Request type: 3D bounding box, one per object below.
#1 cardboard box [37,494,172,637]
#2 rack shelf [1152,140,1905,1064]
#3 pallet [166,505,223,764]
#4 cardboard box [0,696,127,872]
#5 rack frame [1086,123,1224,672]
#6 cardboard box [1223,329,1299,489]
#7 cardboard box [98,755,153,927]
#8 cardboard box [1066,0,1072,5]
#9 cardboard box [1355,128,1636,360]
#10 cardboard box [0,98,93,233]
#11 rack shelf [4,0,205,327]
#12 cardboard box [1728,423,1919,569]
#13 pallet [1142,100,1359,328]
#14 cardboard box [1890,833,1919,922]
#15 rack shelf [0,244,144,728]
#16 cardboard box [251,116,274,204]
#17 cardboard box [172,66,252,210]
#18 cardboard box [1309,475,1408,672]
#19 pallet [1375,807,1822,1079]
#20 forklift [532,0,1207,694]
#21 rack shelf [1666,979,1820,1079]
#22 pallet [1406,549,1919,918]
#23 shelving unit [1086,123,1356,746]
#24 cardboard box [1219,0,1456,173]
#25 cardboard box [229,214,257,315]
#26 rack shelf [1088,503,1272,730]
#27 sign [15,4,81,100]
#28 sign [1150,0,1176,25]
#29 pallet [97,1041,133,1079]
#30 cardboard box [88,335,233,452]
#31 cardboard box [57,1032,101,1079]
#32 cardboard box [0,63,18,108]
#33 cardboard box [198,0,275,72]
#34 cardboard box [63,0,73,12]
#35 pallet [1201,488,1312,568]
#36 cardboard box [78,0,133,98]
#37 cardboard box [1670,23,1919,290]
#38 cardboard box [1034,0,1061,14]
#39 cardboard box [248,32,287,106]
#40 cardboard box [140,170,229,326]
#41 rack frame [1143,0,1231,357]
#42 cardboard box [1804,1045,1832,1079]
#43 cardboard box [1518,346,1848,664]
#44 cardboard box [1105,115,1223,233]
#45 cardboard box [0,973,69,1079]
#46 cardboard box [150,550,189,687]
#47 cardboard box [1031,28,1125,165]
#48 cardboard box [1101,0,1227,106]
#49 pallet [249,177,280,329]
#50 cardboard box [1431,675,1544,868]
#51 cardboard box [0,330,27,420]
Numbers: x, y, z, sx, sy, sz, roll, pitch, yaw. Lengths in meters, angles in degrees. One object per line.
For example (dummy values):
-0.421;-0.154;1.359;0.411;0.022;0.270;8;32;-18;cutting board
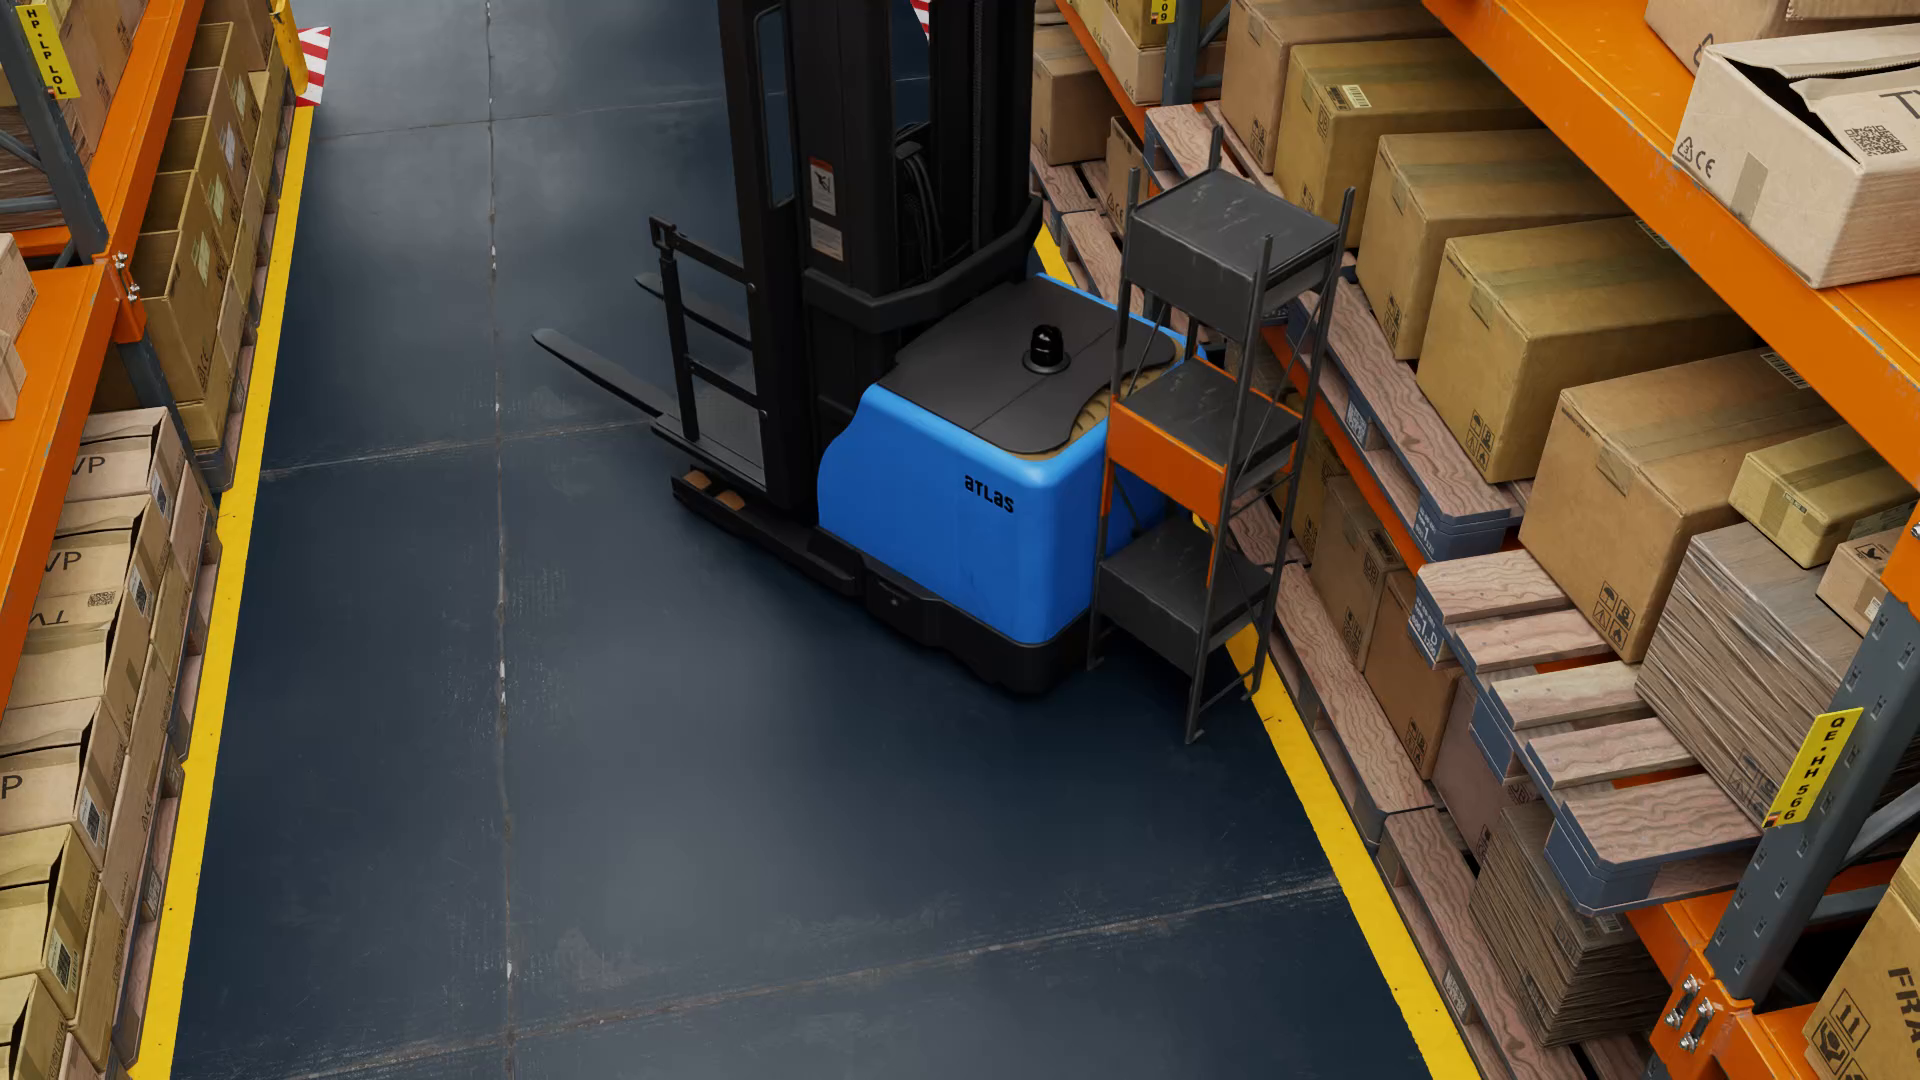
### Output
-3.054;0.098;5.713;0.500;0.311;0.500;-7;42;-8;cardboard box
1.728;-0.268;5.335;1.077;0.370;4.000;-8;42;-9;rack shelf
-3.343;0.393;6.148;1.003;0.211;1.213;-8;42;-9;pallet
-2.844;0.748;4.981;0.500;0.311;0.500;-9;42;-10;cardboard box
0.628;-0.378;5.579;0.400;2.100;0.015;-32;52;-30;rack frame
1.471;-0.589;6.705;0.700;0.500;0.500;-7;42;-8;cardboard box
-2.841;0.967;5.156;0.500;0.250;0.500;-8;42;-8;cardboard box
0.675;-2.697;7.626;0.500;0.250;0.500;-9;42;-10;cardboard box
1.659;-0.915;5.115;0.700;0.500;0.500;-3;42;-3;cardboard box
-3.642;-1.446;6.044;0.700;0.500;0.500;-9;42;-10;cardboard box
-3.972;-2.149;7.453;1.077;0.370;4.000;-8;42;-9;rack shelf
1.972;-0.111;3.721;0.380;0.149;0.250;-15;44;-16;cardboard box
1.319;-1.246;6.038;1.003;0.211;1.213;-8;42;-9;pallet
2.012;0.672;2.854;0.500;0.250;0.500;-7;42;-8;cardboard box
-3.108;0.444;4.532;1.077;0.370;4.000;-8;42;-9;rack shelf
-3.770;-1.892;8.376;0.500;0.250;0.500;-8;42;-9;cardboard box
-3.660;-1.848;7.763;0.500;0.500;0.500;-8;42;-9;cardboard box
1.702;0.075;5.957;0.700;0.500;0.500;-8;42;-9;cardboard box
1.992;1.295;5.132;1.003;0.211;1.213;-8;42;-9;pallet
-0.552;-1.372;6.087;3.031;2.935;1.130;29;49;29;forklift
2.591;2.324;2.414;1.077;0.370;4.000;-8;42;-9;rack shelf
1.902;0.384;4.202;1.213;0.211;1.003;-8;42;-9;pallet
0.795;-0.256;5.449;0.431;2.100;0.503;-32;52;-30;shelving unit
1.373;-1.701;6.000;0.700;0.500;0.500;-8;42;-9;cardboard box
-3.550;-1.244;7.647;0.500;0.250;0.500;-8;42;-9;cardboard box
0.789;0.270;5.931;0.431;0.518;0.480;-32;52;-30;rack shelf
-3.012;-1.609;5.491;0.100;0.325;0.005;-8;42;-9;sign
0.768;-2.075;6.176;0.100;0.325;0.005;-8;42;-9;sign
-2.816;1.975;4.366;1.003;0.211;1.213;-8;42;-9;pallet
-3.344;-0.594;6.915;0.500;0.250;0.500;-8;42;-9;cardboard box
-2.612;1.635;4.403;0.500;0.250;0.500;-9;42;-10;cardboard box
-3.409;-1.604;5.733;0.380;0.149;0.250;-8;42;-9;cardboard box
-3.997;-2.819;8.856;0.500;0.500;0.500;-8;42;-9;cardboard box
-3.579;-2.103;6.296;0.380;0.149;0.250;-9;42;-10;cardboard box
1.466;-0.287;6.914;1.003;0.211;1.213;-8;42;-9;pallet
-3.867;-2.112;6.795;0.700;0.500;0.500;-8;42;-9;cardboard box
1.740;-0.765;3.145;0.500;0.311;0.500;-8;42;-9;cardboard box
0.494;-3.124;9.704;0.500;0.311;0.500;-13;43;-14;cardboard box
-3.999;-2.538;9.104;0.500;0.250;0.500;-8;42;-9;cardboard box
-3.450;-1.199;7.032;0.500;0.500;0.500;-8;42;-9;cardboard box
1.296;-1.834;6.556;1.000;3.000;0.127;-8;42;-9;rack frame
2.004;1.092;3.434;0.380;0.149;0.250;-9;42;-10;cardboard box
1.901;-0.105;4.202;0.700;0.500;0.500;-12;43;-13;cardboard box
1.033;-1.731;7.992;0.500;0.500;0.500;-11;43;-12;cardboard box
-2.625;1.412;4.232;0.500;0.311;0.500;-9;42;-10;cardboard box
-3.060;0.305;5.902;0.500;0.250;0.500;-9;42;-10;cardboard box
0.727;-2.343;8.681;0.700;0.500;0.500;-11;43;-12;cardboard box
0.898;-2.049;6.897;0.500;0.250;0.500;-8;42;-9;cardboard box
-3.938;-1.393;8.160;1.003;0.211;1.213;-8;42;-9;pallet
1.956;0.719;5.232;0.700;0.500;0.500;-8;42;-9;cardboard box
-3.171;-0.528;5.186;0.396;0.266;0.258;-9;42;-10;cardboard box
